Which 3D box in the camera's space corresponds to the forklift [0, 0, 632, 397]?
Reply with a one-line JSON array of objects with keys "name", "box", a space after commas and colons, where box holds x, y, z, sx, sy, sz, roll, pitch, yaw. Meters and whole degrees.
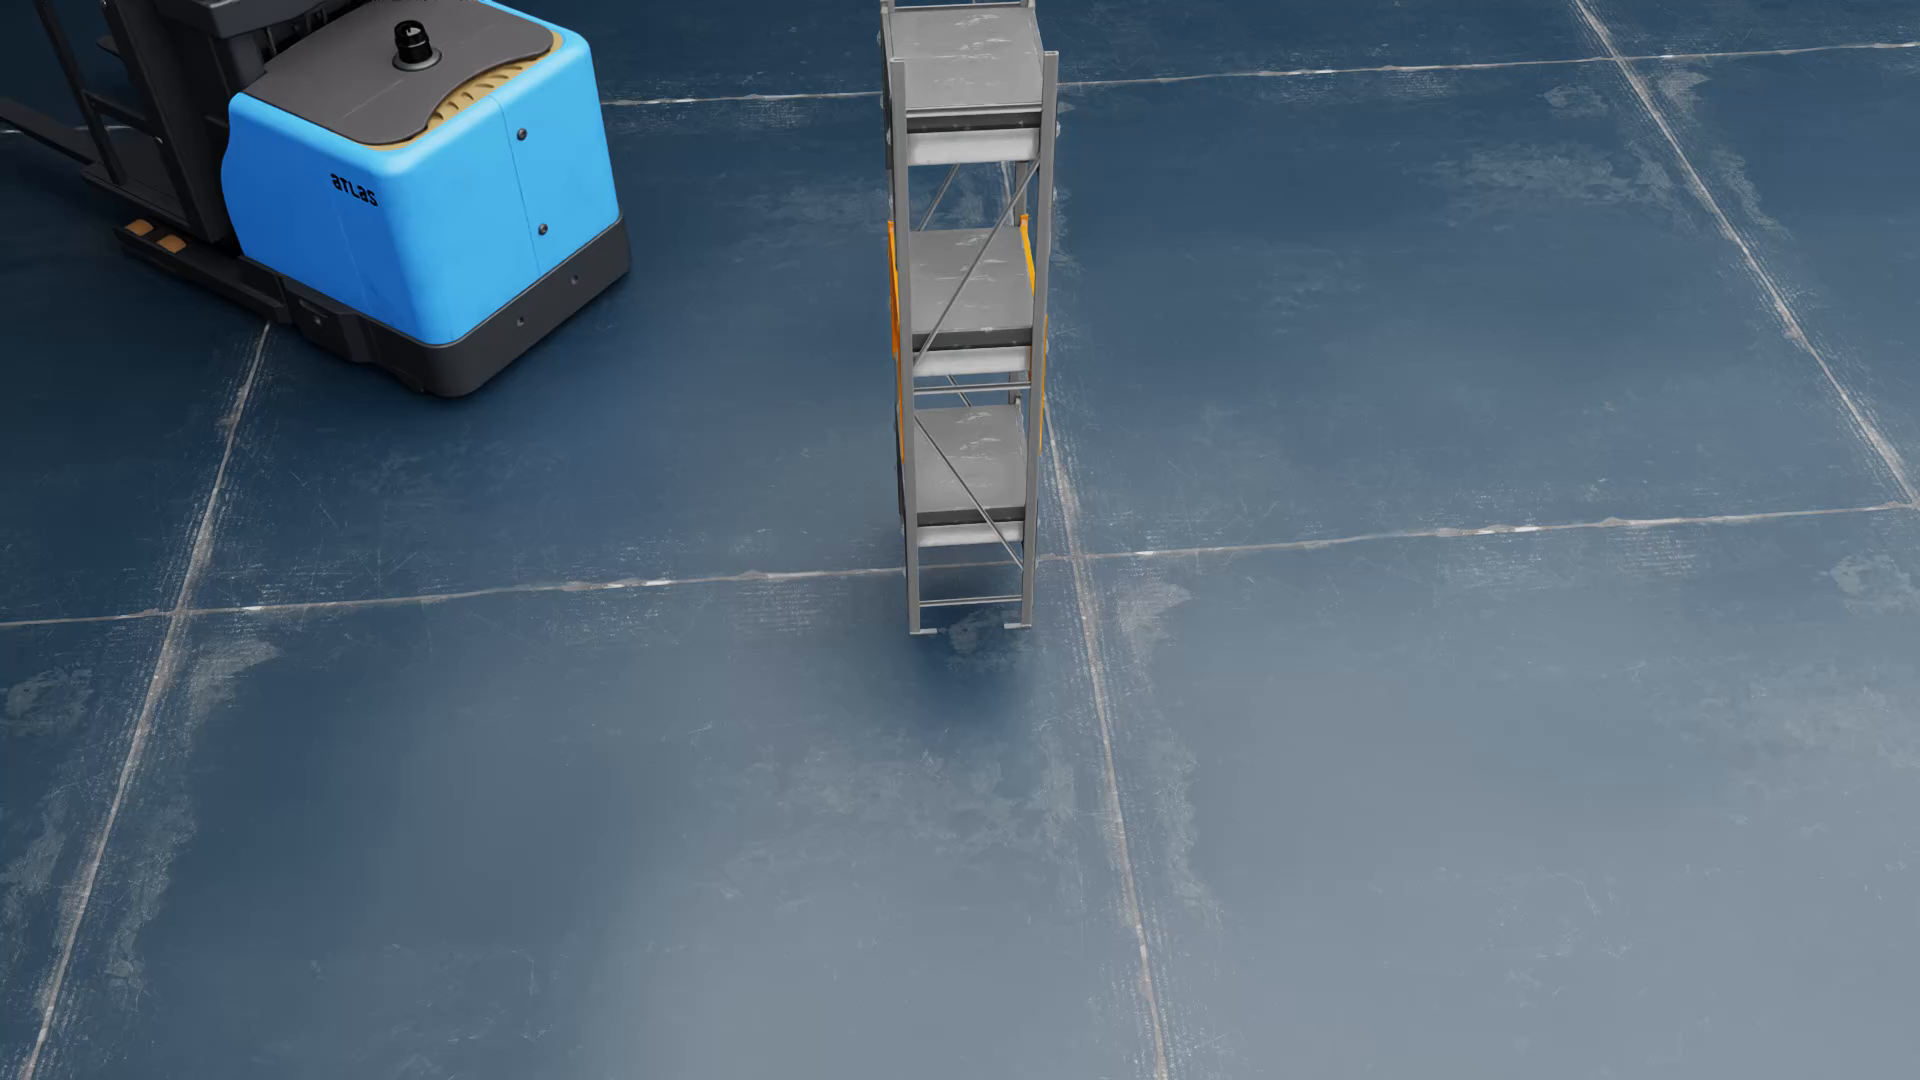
[{"name": "forklift", "box": [-2.838, -2.374, 5.980, 3.031, 2.935, 1.130, 25, 52, 22]}]

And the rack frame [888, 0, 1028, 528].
[{"name": "rack frame", "box": [-0.007, -0.779, 5.041, 0.400, 2.100, 0.015, -3, 47, -3]}]

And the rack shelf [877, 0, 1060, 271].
[{"name": "rack shelf", "box": [0.014, -1.074, 4.376, 0.431, 0.518, 0.480, -3, 47, -3]}]

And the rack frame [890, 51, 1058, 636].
[{"name": "rack frame", "box": [0.034, -0.426, 4.707, 0.400, 2.100, 0.015, -3, 47, -3]}]

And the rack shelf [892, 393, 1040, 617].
[{"name": "rack shelf", "box": [0.014, -0.112, 5.392, 0.431, 0.518, 0.480, -3, 47, -3]}]

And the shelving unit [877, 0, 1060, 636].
[{"name": "shelving unit", "box": [0.014, -0.602, 4.874, 0.431, 2.100, 0.503, -3, 47, -3]}]

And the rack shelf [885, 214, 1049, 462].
[{"name": "rack shelf", "box": [0.014, -0.593, 4.884, 0.431, 0.518, 0.480, -3, 47, -3]}]
